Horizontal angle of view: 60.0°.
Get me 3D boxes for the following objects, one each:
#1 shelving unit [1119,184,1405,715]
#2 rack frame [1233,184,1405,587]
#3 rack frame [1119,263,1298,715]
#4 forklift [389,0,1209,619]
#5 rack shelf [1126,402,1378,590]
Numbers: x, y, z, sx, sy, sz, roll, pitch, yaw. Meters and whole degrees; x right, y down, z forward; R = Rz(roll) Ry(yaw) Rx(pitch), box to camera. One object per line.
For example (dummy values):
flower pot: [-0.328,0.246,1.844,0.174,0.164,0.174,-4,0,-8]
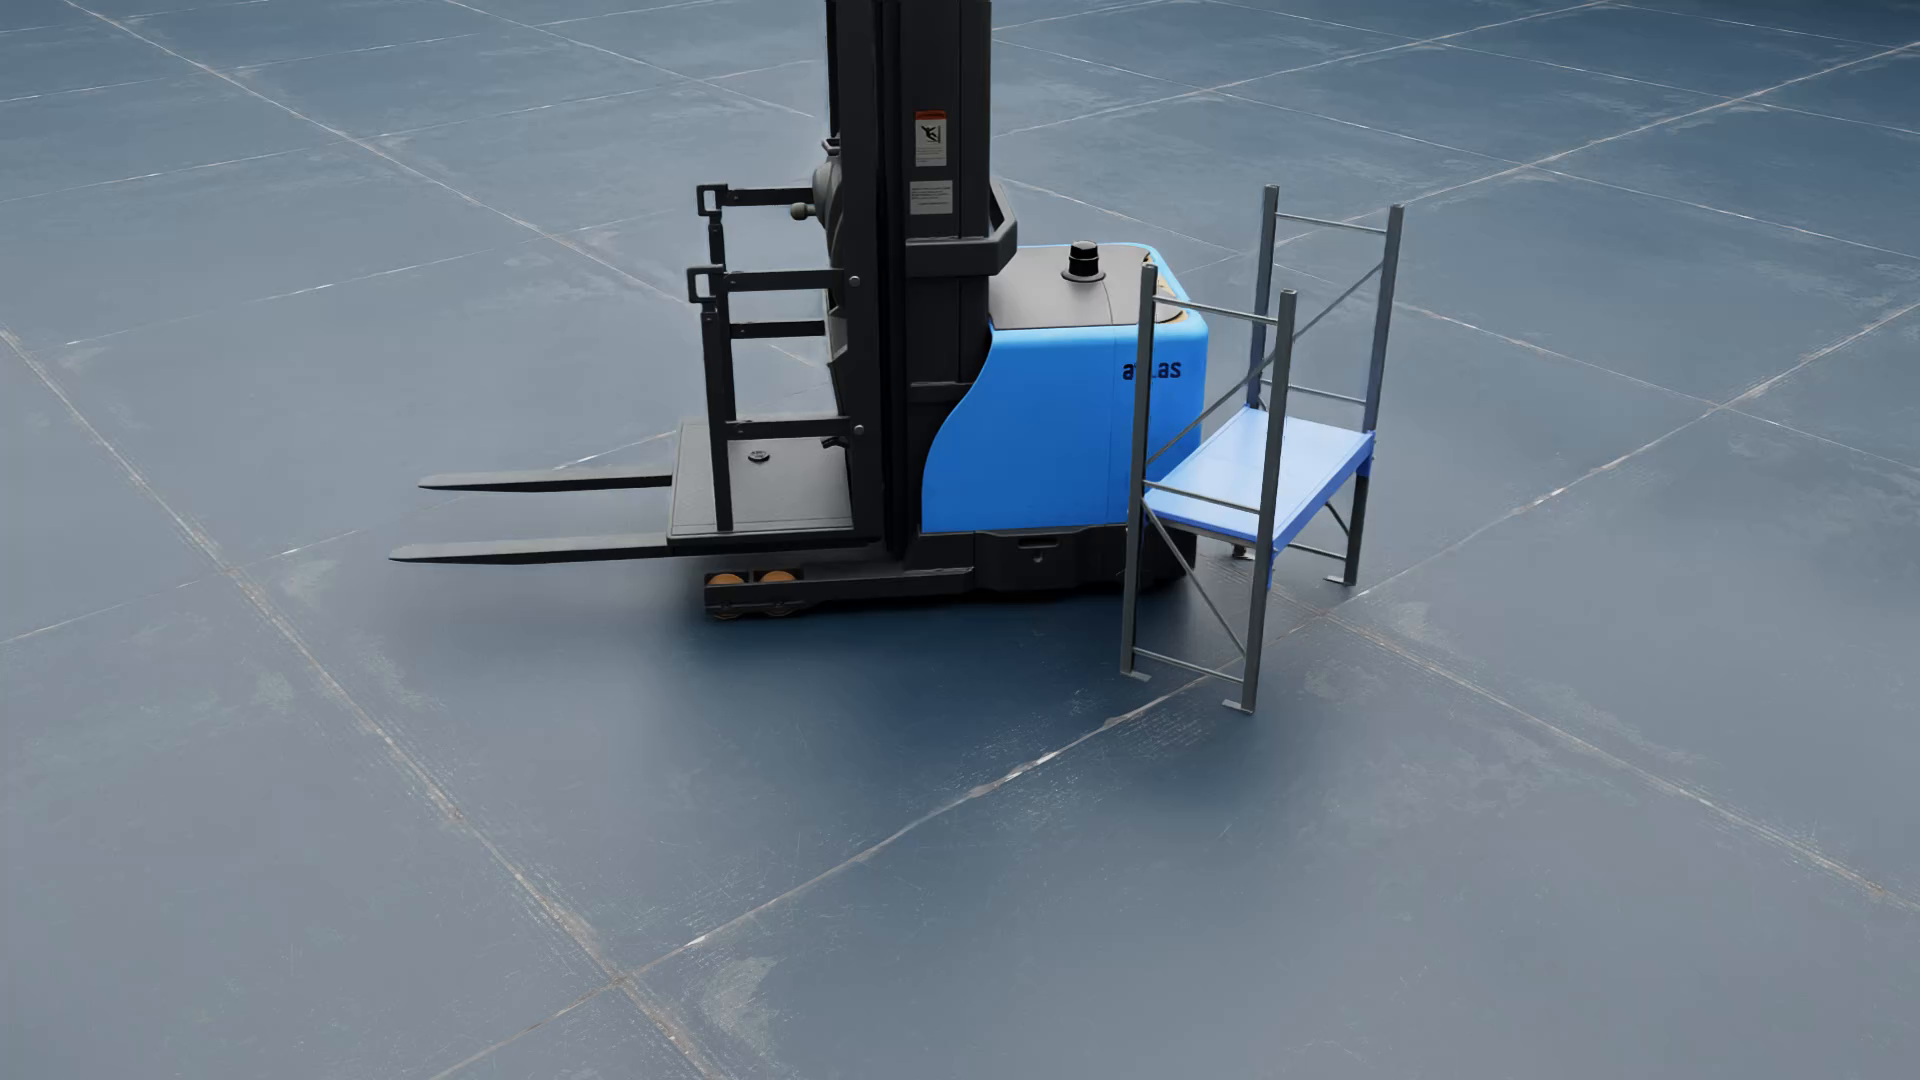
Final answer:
shelving unit: [1.048,-0.341,5.796,0.538,1.500,1.048,16,32,27]
rack frame: [1.310,-0.546,6.180,0.500,1.500,0.032,16,32,27]
rack frame: [0.785,-0.136,5.412,0.500,1.500,0.032,16,32,27]
forklift: [-0.645,-1.260,5.998,3.031,2.935,1.130,-3,28,-5]
rack shelf: [1.048,-0.182,5.881,0.538,0.185,1.000,16,32,27]
